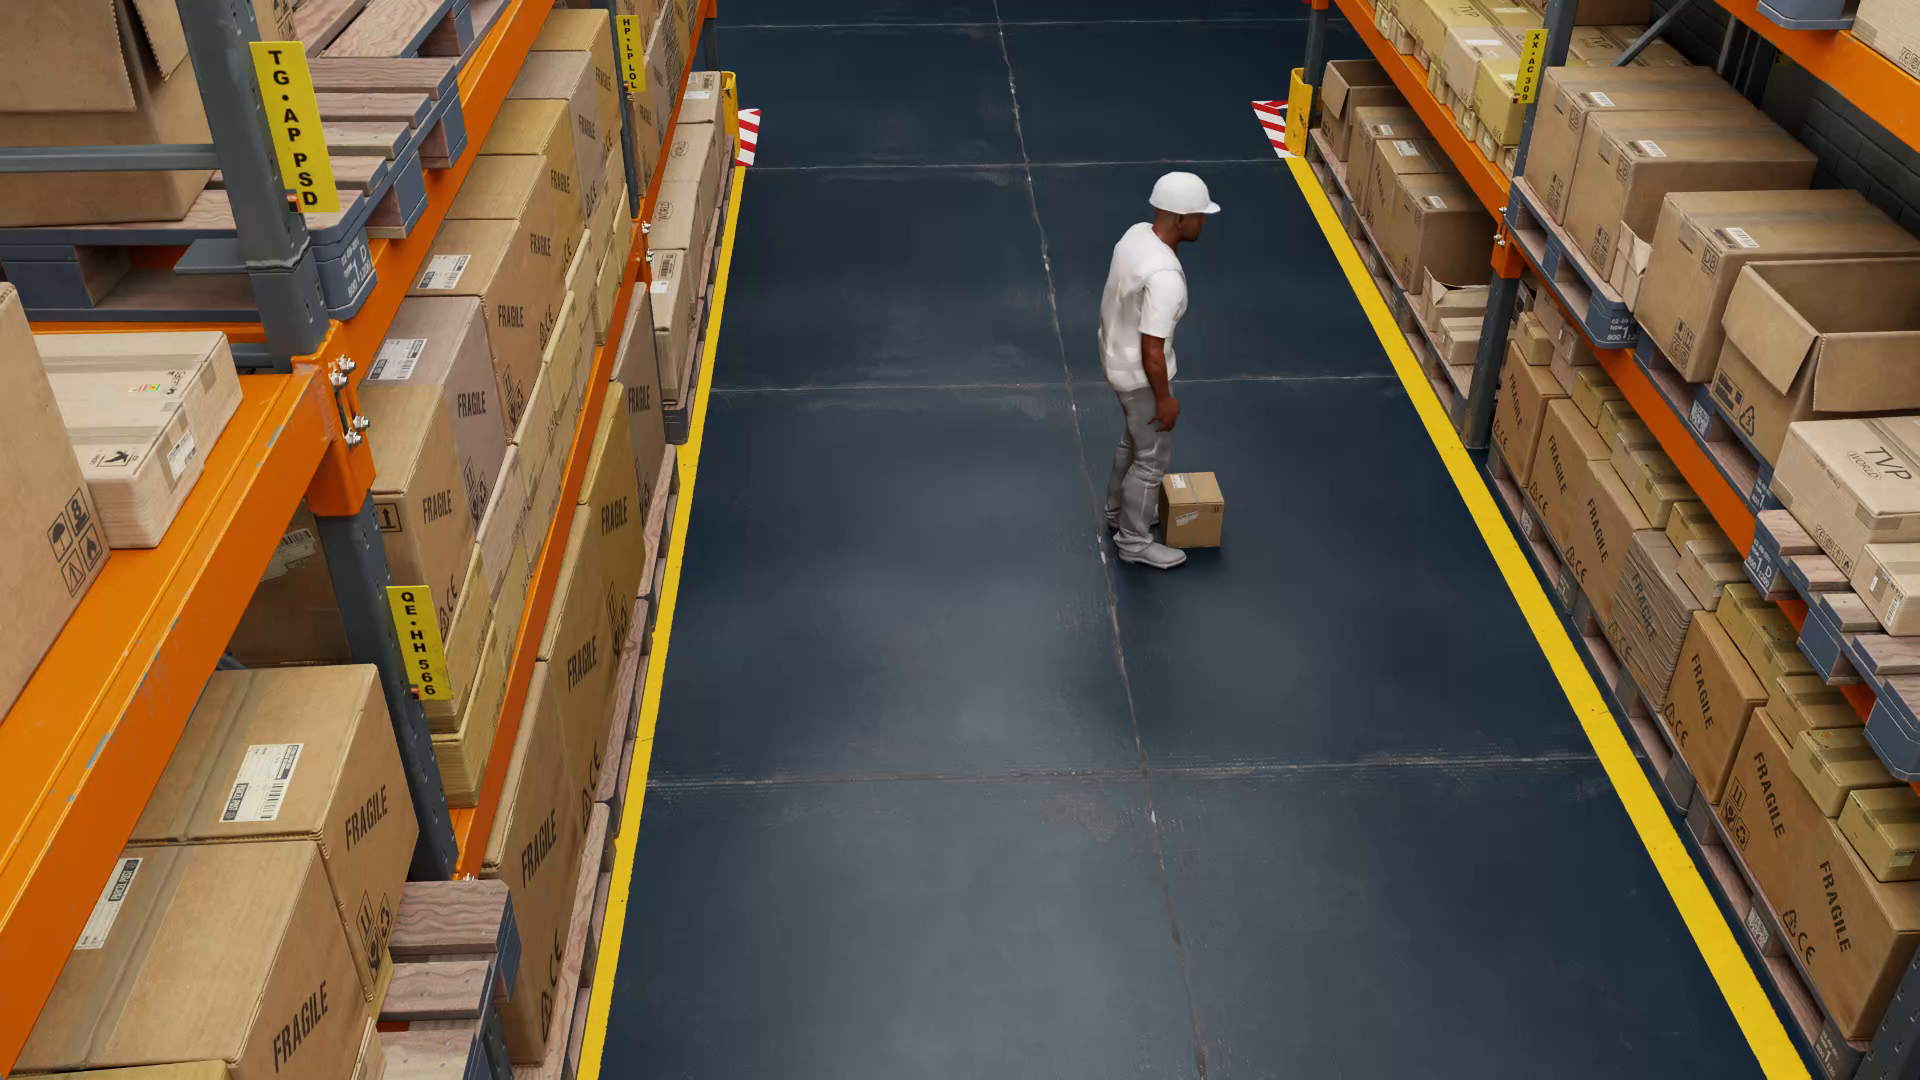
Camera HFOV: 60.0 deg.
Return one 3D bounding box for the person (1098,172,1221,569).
[{"bbox_3d":[0.833,-0.742,7.187,0.463,1.760,0.631,-2,35,-3],"label":"person"}]
